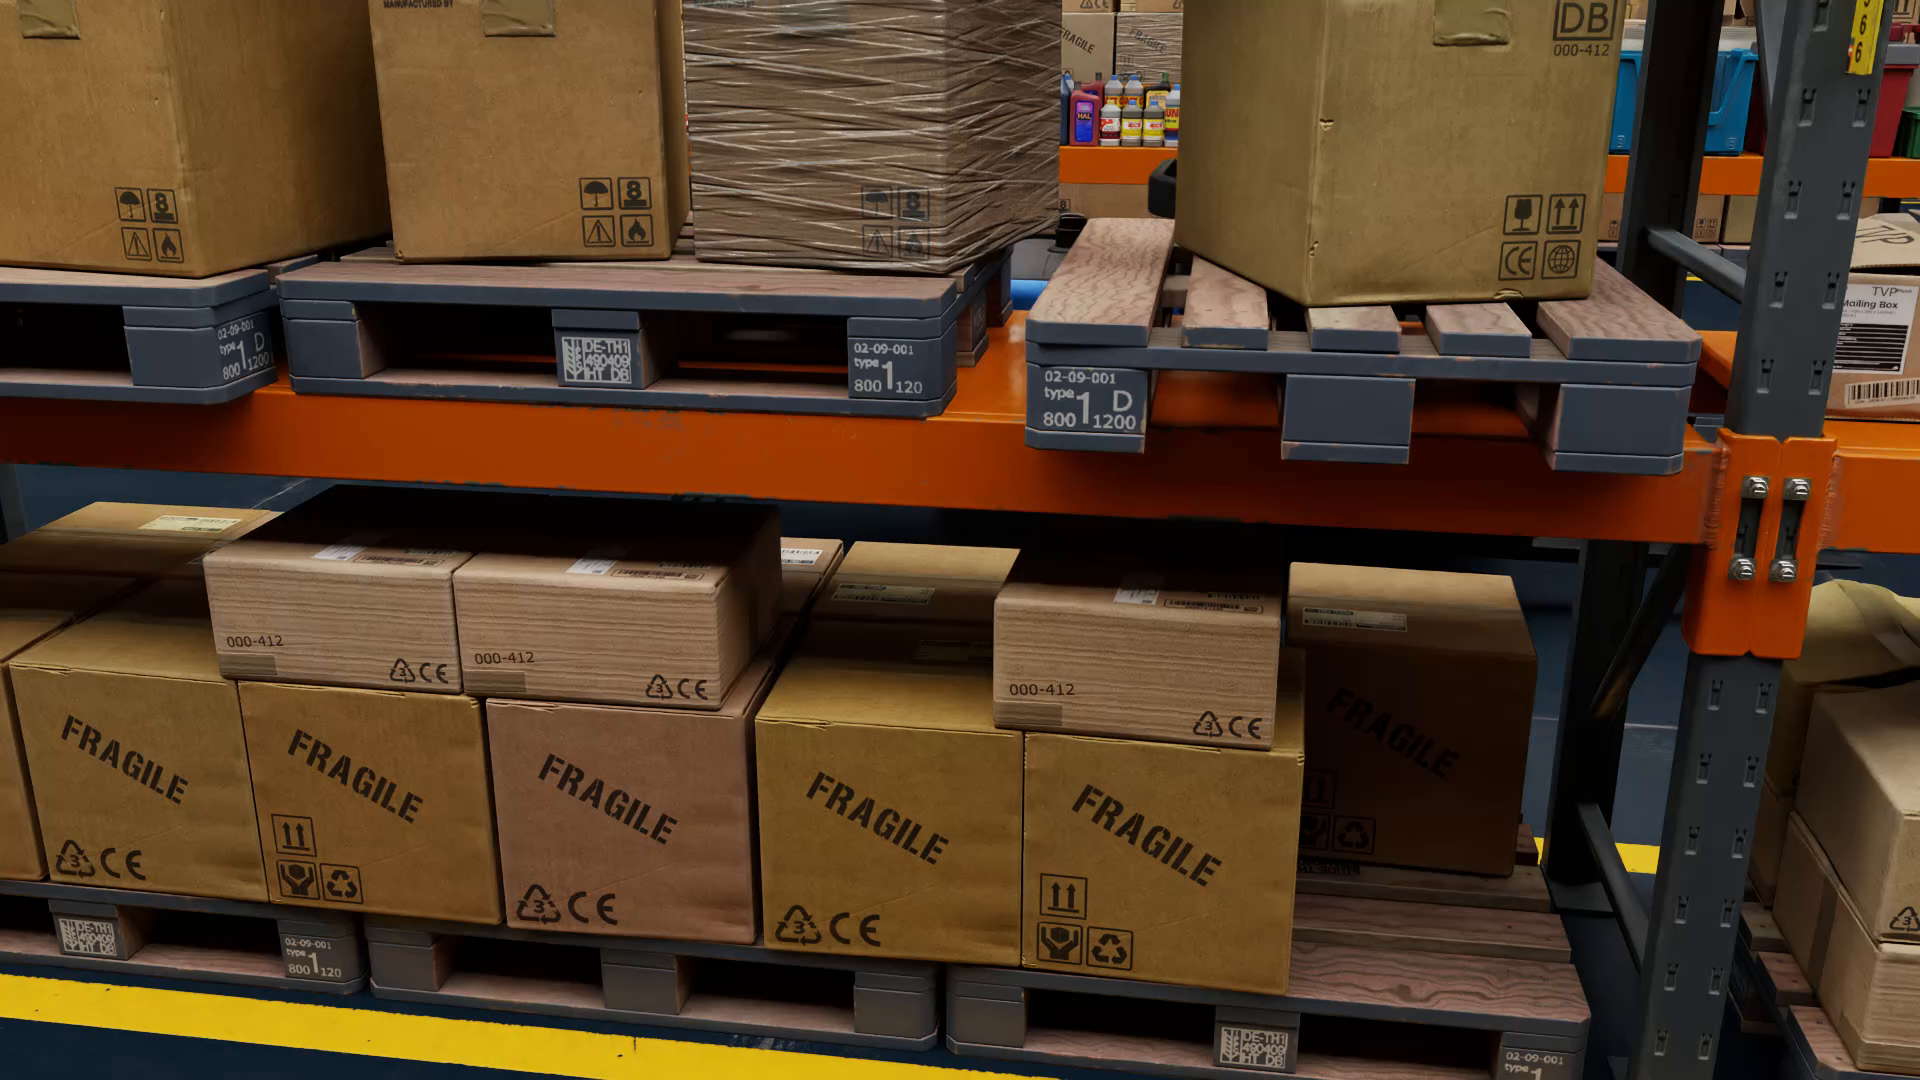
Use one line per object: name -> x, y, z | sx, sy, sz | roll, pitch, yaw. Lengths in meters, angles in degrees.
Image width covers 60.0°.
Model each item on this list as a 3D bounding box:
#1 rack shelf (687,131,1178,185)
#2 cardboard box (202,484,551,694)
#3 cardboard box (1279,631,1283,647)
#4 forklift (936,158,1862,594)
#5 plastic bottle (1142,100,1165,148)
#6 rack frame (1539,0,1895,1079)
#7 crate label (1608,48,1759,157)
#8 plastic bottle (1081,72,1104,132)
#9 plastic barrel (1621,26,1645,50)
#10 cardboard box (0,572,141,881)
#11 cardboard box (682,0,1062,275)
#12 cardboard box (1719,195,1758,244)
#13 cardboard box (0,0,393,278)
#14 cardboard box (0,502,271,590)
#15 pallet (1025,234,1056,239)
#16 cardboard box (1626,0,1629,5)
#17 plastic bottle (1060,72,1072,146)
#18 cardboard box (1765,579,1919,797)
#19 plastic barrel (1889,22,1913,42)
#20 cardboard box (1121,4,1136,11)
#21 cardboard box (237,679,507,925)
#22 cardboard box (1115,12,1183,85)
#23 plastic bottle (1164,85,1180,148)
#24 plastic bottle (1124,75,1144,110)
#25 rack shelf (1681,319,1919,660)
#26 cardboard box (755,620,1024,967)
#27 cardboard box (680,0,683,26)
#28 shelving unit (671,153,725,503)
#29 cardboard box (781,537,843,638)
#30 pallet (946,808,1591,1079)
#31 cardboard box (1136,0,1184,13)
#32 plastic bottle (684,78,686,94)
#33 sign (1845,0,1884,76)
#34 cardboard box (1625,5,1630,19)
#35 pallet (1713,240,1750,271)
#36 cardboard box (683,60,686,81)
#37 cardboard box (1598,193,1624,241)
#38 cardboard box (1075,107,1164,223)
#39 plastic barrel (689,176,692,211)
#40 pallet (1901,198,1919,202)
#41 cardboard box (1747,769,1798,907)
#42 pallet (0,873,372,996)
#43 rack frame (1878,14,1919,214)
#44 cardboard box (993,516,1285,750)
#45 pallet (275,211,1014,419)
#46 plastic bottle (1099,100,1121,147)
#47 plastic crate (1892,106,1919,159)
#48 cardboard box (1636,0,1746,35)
rack shelf -> 0.185, -1.796, 8.078 | 4.000, 0.370, 1.077 | 3, 19, 9
cardboard box -> -1.153, 0.086, 3.384 | 0.500, 0.250, 0.500 | 3, 19, 9
cardboard box -> 0.448, 0.355, 3.762 | 0.500, 0.500, 0.500 | 2, 19, 7
forklift -> 1.486, -1.293, 5.549 | 3.031, 2.935, 1.130 | 4, 19, 11
plastic bottle -> 0.873, -1.877, 7.499 | 0.097, 0.201, 0.097 | 0, 18, 0
rack frame -> 1.370, -0.485, 3.026 | 0.127, 3.000, 1.000 | 3, 19, 9
crate label -> 3.097, -1.919, 7.255 | 0.616, 0.435, 0.502 | 3, 19, 9
plastic bottle -> 0.650, -2.177, 8.266 | 0.133, 0.283, 0.061 | 3, 19, 9
plastic barrel -> 3.209, -2.105, 7.691 | 0.421, 0.512, 0.421 | 0, 18, 0
cardboard box -> -2.141, 0.391, 3.654 | 0.500, 0.500, 0.500 | 2, 19, 6
cardboard box -> -0.142, -0.834, 3.249 | 0.500, 0.500, 0.700 | 7, 20, 19
cardboard box -> 5.823, -2.478, 12.228 | 0.500, 0.500, 0.700 | 3, 19, 8
cardboard box -> -1.458, -0.824, 3.220 | 0.500, 0.500, 0.700 | 6, 19, 17
cardboard box -> -2.047, 0.225, 4.149 | 0.500, 0.500, 0.500 | 3, 19, 8
pallet -> 0.977, -2.392, 13.118 | 1.213, 0.211, 1.003 | 3, 19, 9
cardboard box -> 6.283, -5.532, 16.375 | 0.500, 0.500, 0.700 | 3, 19, 9
plastic bottle -> 0.413, -1.979, 7.567 | 0.185, 0.351, 0.144 | 3, 19, 9
cardboard box -> 1.926, 0.303, 3.458 | 0.500, 0.311, 0.500 | 3, 19, 10
plastic barrel -> 4.047, -2.076, 7.565 | 0.433, 0.535, 0.433 | 0, 18, 0
cardboard box -> 1.743, -5.318, 16.734 | 0.250, 0.149, 0.380 | 3, 19, 8
cardboard box -> -1.120, 0.442, 3.502 | 0.500, 0.500, 0.500 | 3, 19, 9
cardboard box -> 1.414, -3.635, 12.283 | 0.500, 0.500, 0.500 | 2, 19, 7
plastic bottle -> 0.969, -1.905, 7.473 | 0.097, 0.271, 0.097 | 0, 18, 0
plastic bottle -> 0.857, -2.155, 8.219 | 0.097, 0.271, 0.097 | 0, 18, 0
rack shelf -> 3.345, -0.043, 2.839 | 4.000, 0.370, 1.077 | 3, 19, 9
cardboard box -> -0.102, 0.492, 3.352 | 0.500, 0.500, 0.500 | 2, 19, 7
cardboard box -> -1.995, -4.181, 12.658 | 0.500, 0.500, 0.500 | 3, 19, 9
shelving unit -> -0.522, -0.751, 6.184 | 1.048, 1.500, 0.538 | 4, 19, 11
cardboard box -> -0.563, 0.303, 3.916 | 0.500, 0.500, 0.500 | 2, 19, 7
pallet -> 0.639, 0.788, 3.616 | 1.213, 0.211, 1.003 | 3, 19, 9
cardboard box -> 1.583, -4.187, 12.352 | 0.637, 0.503, 0.797 | 3, 19, 10
plastic bottle -> -1.350, -2.261, 8.528 | 0.135, 0.276, 0.152 | 3, 19, 9
sign -> 1.293, -0.826, 2.345 | 0.005, 0.325, 0.100 | 3, 19, 9
cardboard box -> 6.225, -4.977, 16.292 | 0.500, 0.500, 0.500 | 3, 19, 9
pallet -> 6.125, -2.104, 12.257 | 1.213, 0.211, 1.003 | 3, 19, 9
cardboard box -> -2.119, -3.622, 12.798 | 0.250, 0.149, 0.380 | 3, 19, 10
cardboard box -> 4.720, -2.534, 12.395 | 0.500, 0.500, 0.700 | 5, 19, 13
cardboard box -> 1.388, -2.869, 12.836 | 0.875, 0.875, 1.225 | 3, 19, 9
plastic barrel -> -1.256, -1.410, 8.434 | 0.708, 0.901, 0.600 | 3, 19, 9
pallet -> 9.727, -3.490, 16.402 | 1.213, 0.211, 1.003 | 3, 19, 9
cardboard box -> 1.928, 0.570, 3.545 | 0.500, 0.250, 0.500 | 3, 19, 10
pallet -> -1.770, 0.665, 3.983 | 1.213, 0.211, 1.003 | 3, 19, 9
rack frame -> 6.894, -3.387, 11.699 | 0.127, 3.000, 1.000 | 3, 19, 9
cardboard box -> 0.353, 0.161, 3.159 | 0.500, 0.250, 0.500 | 4, 19, 11
pallet -> -0.551, -0.491, 3.345 | 1.213, 0.211, 1.003 | 3, 19, 9
plastic bottle -> 0.681, -1.887, 7.528 | 0.097, 0.201, 0.097 | 0, 18, 0
plastic crate -> 4.344, -1.734, 7.093 | 0.662, 0.188, 0.450 | 3, 19, 9
cardboard box -> 5.168, -3.694, 11.790 | 0.637, 0.503, 0.797 | 5, 19, 14
